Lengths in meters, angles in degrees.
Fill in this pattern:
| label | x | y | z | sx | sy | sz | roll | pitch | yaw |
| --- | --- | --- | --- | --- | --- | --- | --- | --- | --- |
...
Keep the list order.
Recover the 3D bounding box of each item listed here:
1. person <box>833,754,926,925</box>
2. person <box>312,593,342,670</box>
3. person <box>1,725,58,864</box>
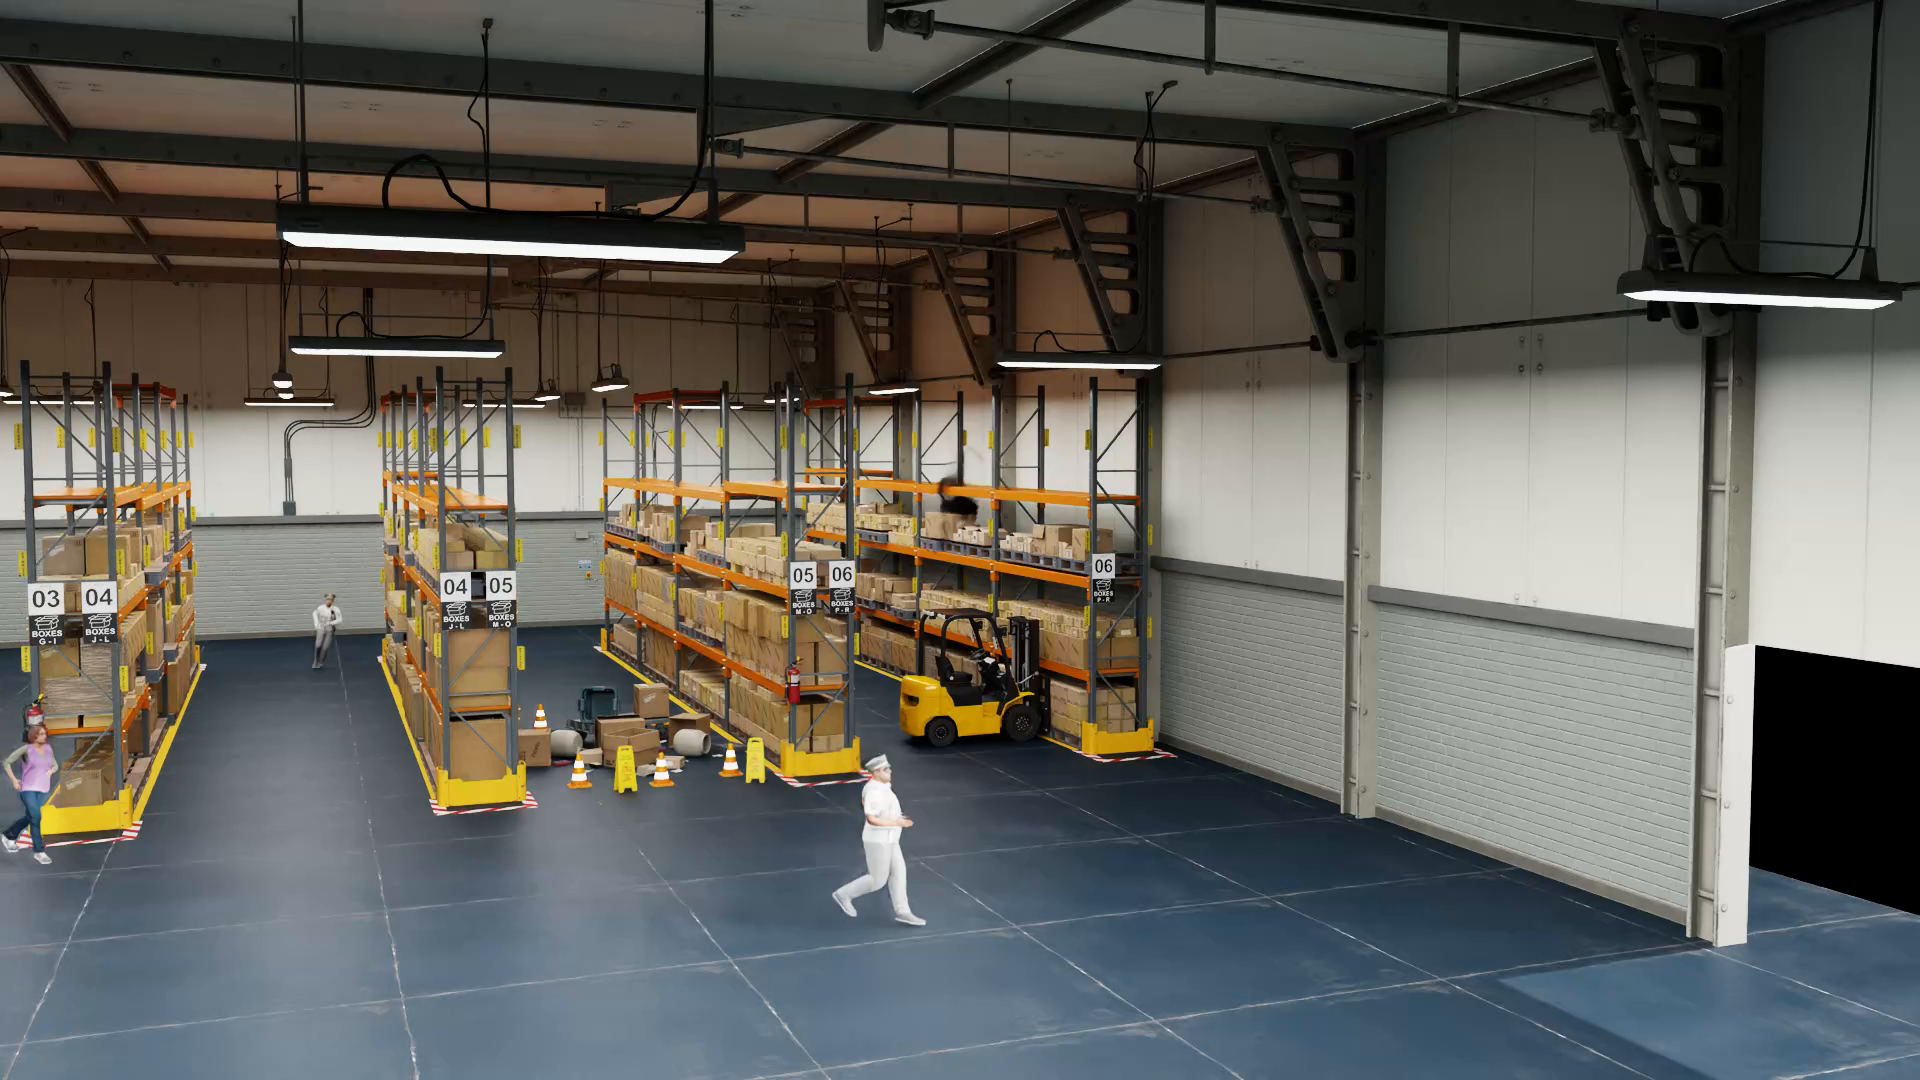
| label | x | y | z | sx | sy | sz | roll | pitch | yaw |
| --- | --- | --- | --- | --- | --- | --- | --- | --- | --- |
| person | -0.828 | 3.082 | 17.096 | 0.954 | 1.779 | 0.664 | 1 | 3 | 9 |
| person | -13.821 | 1.992 | 36.295 | 0.639 | 1.671 | 0.631 | -1 | 4 | -17 |
| person | -11.064 | 3.004 | 19.888 | 0.892 | 1.583 | 0.559 | 1 | 4 | 20 |
